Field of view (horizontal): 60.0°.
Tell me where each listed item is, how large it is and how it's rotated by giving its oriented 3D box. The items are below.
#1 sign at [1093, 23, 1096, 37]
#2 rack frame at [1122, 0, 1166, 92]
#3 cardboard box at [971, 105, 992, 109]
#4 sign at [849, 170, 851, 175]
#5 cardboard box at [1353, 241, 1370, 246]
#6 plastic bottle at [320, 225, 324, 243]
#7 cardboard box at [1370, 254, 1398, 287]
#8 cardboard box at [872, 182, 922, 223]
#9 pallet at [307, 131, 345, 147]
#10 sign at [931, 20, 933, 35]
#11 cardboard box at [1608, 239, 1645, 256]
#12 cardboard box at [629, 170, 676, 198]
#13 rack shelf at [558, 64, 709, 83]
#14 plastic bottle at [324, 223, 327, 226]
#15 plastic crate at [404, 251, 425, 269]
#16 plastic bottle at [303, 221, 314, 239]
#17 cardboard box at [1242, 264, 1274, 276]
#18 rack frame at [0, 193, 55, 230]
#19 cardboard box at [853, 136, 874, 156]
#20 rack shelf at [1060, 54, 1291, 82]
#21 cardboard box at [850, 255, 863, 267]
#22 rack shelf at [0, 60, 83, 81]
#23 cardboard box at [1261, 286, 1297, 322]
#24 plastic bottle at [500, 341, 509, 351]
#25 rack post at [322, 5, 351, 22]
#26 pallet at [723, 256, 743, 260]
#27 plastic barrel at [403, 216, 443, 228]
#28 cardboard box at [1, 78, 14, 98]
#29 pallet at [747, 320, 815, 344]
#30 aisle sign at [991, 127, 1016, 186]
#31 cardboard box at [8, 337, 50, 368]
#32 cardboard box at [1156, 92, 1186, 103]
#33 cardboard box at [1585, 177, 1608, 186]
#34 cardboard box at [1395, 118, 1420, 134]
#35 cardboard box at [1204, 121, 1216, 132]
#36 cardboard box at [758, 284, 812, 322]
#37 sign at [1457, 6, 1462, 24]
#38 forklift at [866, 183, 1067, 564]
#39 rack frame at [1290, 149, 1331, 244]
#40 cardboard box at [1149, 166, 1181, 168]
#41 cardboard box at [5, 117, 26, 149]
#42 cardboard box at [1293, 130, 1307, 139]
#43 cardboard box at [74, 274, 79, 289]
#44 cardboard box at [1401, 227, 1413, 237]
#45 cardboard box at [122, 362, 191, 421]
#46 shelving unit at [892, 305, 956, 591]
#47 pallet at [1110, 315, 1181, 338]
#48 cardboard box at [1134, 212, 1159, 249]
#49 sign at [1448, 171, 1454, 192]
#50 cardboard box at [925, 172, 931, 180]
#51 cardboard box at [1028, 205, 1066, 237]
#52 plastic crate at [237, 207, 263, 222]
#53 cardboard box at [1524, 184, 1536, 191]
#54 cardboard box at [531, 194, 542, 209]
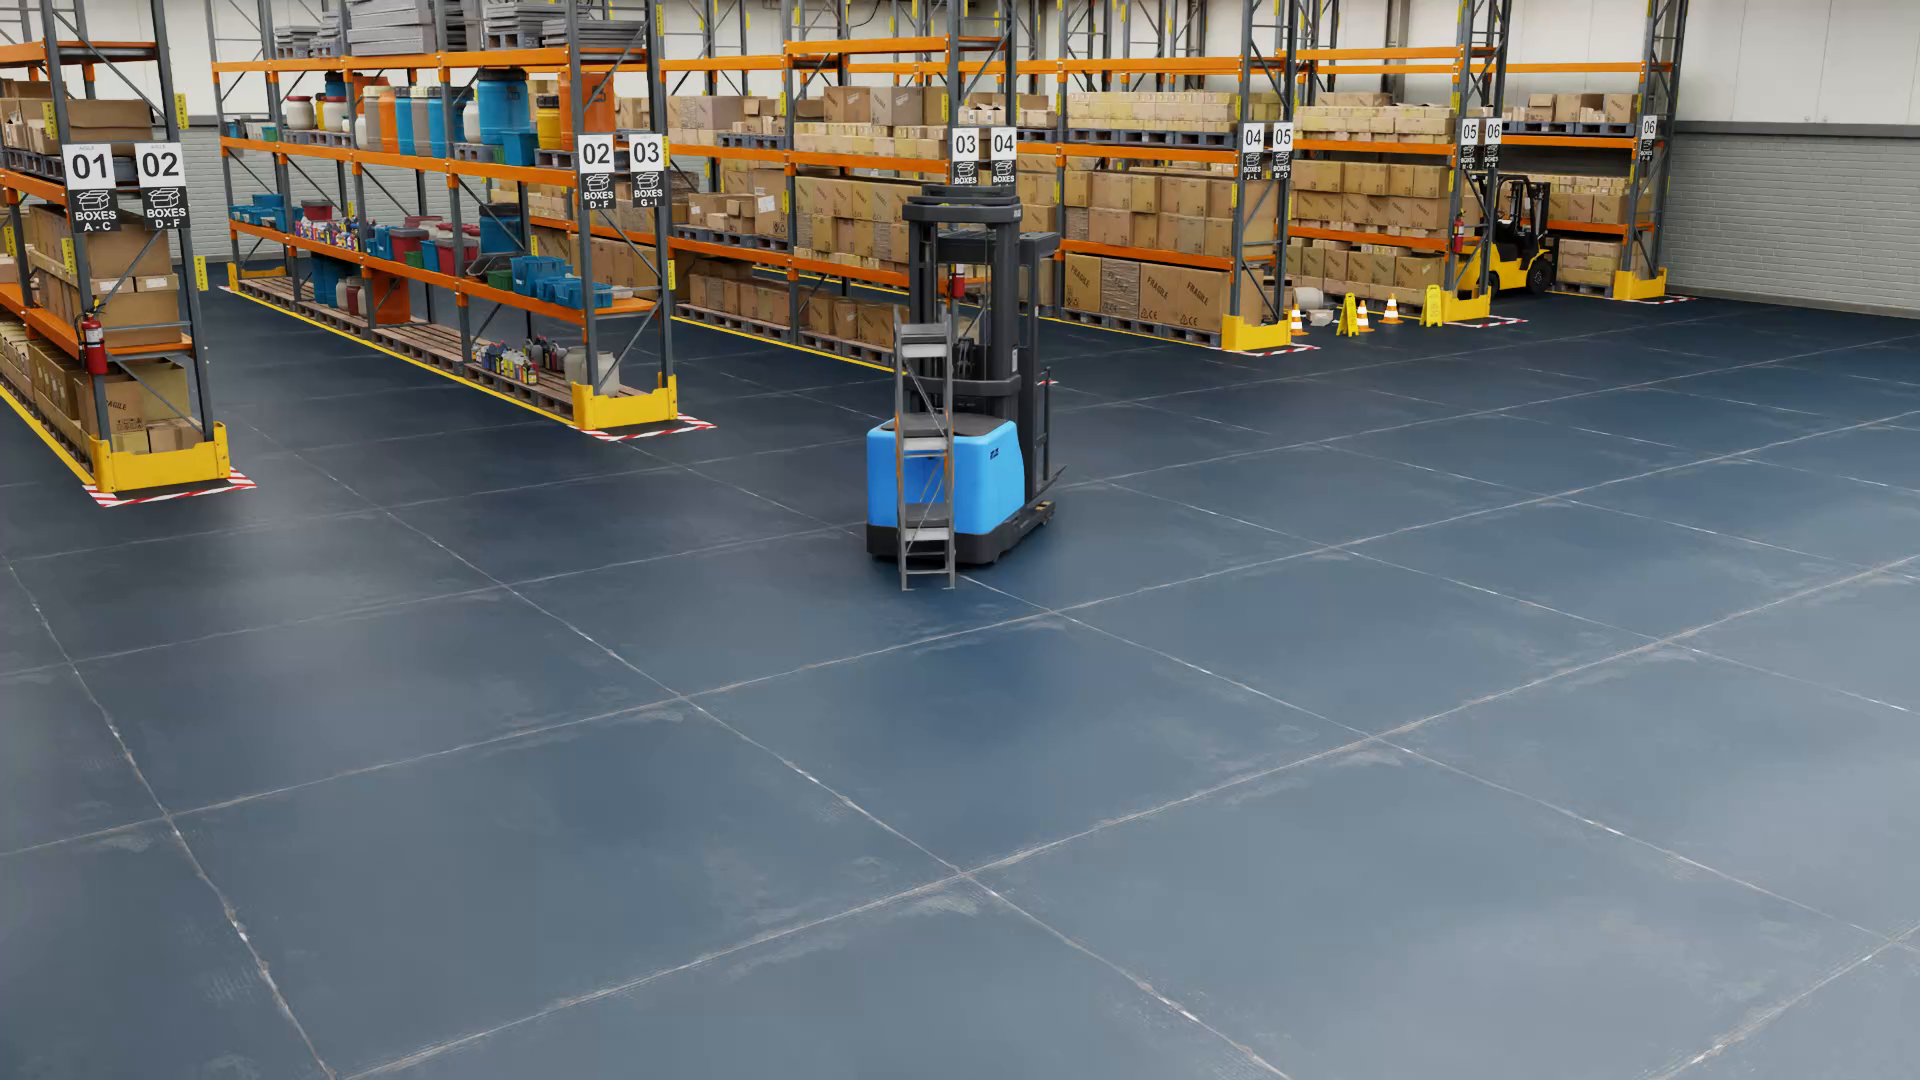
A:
[{"bbox_3d":[3.360,-12.783,41.667,0.100,0.325,0.005,-11,19,-35],"label":"sign"},{"bbox_3d":[3.590,-9.695,32.453,1.000,3.000,0.127,-11,19,-35],"label":"rack frame"},{"bbox_3d":[0.503,-7.490,29.261,0.500,0.311,0.500,-11,19,-35],"label":"cardboard box"},{"bbox_3d":[-2.260,-7.511,33.644,0.100,0.325,0.005,-11,19,-35],"label":"sign"},{"bbox_3d":[8.745,-6.213,34.796,0.875,0.625,0.625,-12,19,-37],"label":"cardboard box"},{"bbox_3d":[-10.093,-4.852,26.367,0.097,0.271,0.097,0,15,0],"label":"plastic bottle"},{"bbox_3d":[7.302,-4.573,28.094,0.500,0.500,0.500,-10,18,-33],"label":"cardboard box"},{"bbox_3d":[-0.836,-4.521,22.266,0.500,0.500,0.500,-11,19,-35],"label":"cardboard box"},{"bbox_3d":[-9.575,-6.311,26.126,1.003,0.211,1.213,-11,19,-35],"label":"pallet"},{"bbox_3d":[-0.666,-11.973,38.857,0.100,0.325,0.005,-11,19,-35],"label":"sign"},{"bbox_3d":[12.177,-5.355,30.479,0.500,0.250,0.500,-11,19,-35],"label":"cardboard box"},{"bbox_3d":[-5.224,-6.094,28.569,0.797,0.503,0.637,-10,18,-33],"label":"cardboard box"},{"bbox_3d":[-5.602,-8.044,28.541,1.077,0.370,4.000,-11,19,-35],"label":"rack shelf"},{"bbox_3d":[-10.153,-4.957,26.740,0.152,0.276,0.135,-11,19,-35],"label":"plastic bottle"},{"bbox_3d":[-7.333,-3.866,22.922,0.450,0.188,0.662,-11,19,-35],"label":"plastic crate"},{"bbox_3d":[-10.605,-5.053,27.090,0.152,0.276,0.135,-11,19,-35],"label":"plastic bottle"},{"bbox_3d":[5.632,-4.994,30.823,0.950,0.372,0.625,-11,19,-34],"label":"cardboard box"},{"bbox_3d":[-12.441,-3.727,22.010,1.000,3.000,0.127,-11,19,-35],"label":"rack frame"},{"bbox_3d":[-1.101,-5.317,22.421,0.500,0.250,0.500,-11,19,-35],"label":"cardboard box"},{"bbox_3d":[3.173,-7.084,25.034,1.077,0.370,4.000,-11,19,-35],"label":"rack shelf"},{"bbox_3d":[-1.298,-3.877,23.036,0.380,0.149,0.250,-11,19,-35],"label":"cardboard box"},{"bbox_3d":[-11.265,-5.653,19.805,1.077,0.370,4.000,-11,19,-35],"label":"rack shelf"},{"bbox_3d":[5.213,-3.871,27.268,0.637,0.503,0.797,4,16,13],"label":"cardboard box"},{"bbox_3d":[-5.825,-2.361,21.204,0.144,0.351,0.185,-11,19,-35],"label":"plastic bottle"},{"bbox_3d":[-8.970,-7.788,24.508,0.624,0.289,0.986,-11,19,-35],"label":"rack post"},{"bbox_3d":[-4.565,-6.180,36.255,1.003,0.211,1.213,-11,19,-35],"label":"pallet"},{"bbox_3d":[-7.914,-4.508,24.608,0.600,0.536,0.708,-11,19,-35],"label":"plastic barrel"},{"bbox_3d":[-12.693,-5.798,21.813,0.500,0.500,0.500,-11,19,-35],"label":"cardboard box"},{"bbox_3d":[-2.533,-3.230,25.479,1.003,0.211,1.213,-11,19,-35],"label":"pallet"},{"bbox_3d":[0.557,-4.842,21.162,0.394,0.787,0.004,-11,19,-35],"label":"aisle sign"},{"bbox_3d":[-11.162,-2.278,20.069,0.500,0.311,0.500,-11,19,-35],"label":"cardboard box"},{"bbox_3d":[3.129,-6.555,24.643,0.380,0.149,0.250,-11,19,-35],"label":"cardboard box"},{"bbox_3d":[11.580,-6.512,30.207,0.380,0.149,0.250,-10,18,-33],"label":"cardboard box"},{"bbox_3d":[7.491,-6.788,27.235,0.500,0.250,0.500,-11,19,-35],"label":"cardboard box"},{"bbox_3d":[3.732,-5.952,23.950,0.380,0.149,0.250,-11,19,-34],"label":"cardboard box"},{"bbox_3d":[-2.683,-3.655,25.650,0.700,0.500,0.500,-11,19,-35],"label":"cardboard box"},{"bbox_3d":[9.523,-10.014,31.699,0.100,0.325,0.005,-11,19,-35],"label":"sign"},{"bbox_3d":[0.205,-1.571,14.263,1.130,2.935,3.031,5,16,18],"label":"forklift"},{"bbox_3d":[7.603,-7.573,36.063,1.000,3.000,0.127,-11,19,-35],"label":"rack frame"},{"bbox_3d":[4.082,-7.142,32.940,0.500,0.500,0.500,-12,19,-36],"label":"cardboard box"},{"bbox_3d":[-9.689,-4.283,17.467,0.500,0.311,0.500,-12,19,-38],"label":"cardboard box"},{"bbox_3d":[6.034,-7.103,29.142,0.380,0.149,0.250,-11,19,-34],"label":"cardboard box"},{"bbox_3d":[-8.422,-2.542,16.262,0.380,0.149,0.250,-11,19,-35],"label":"cardboard box"},{"bbox_3d":[7.529,-5.114,27.554,0.380,0.149,0.250,-11,19,-35],"label":"cardboard box"},{"bbox_3d":[-8.168,-1.512,16.910,0.500,0.500,0.500,-11,19,-35],"label":"cardboard box"},{"bbox_3d":[-0.273,-0.695,12.612,0.431,2.100,0.503,-2,16,-4],"label":"shelving unit"},{"bbox_3d":[3.103,-3.377,26.016,1.003,0.211,1.213,-11,19,-35],"label":"pallet"},{"bbox_3d":[3.181,-4.808,25.676,0.875,0.550,0.500,-11,19,-35],"label":"cardboard box"},{"bbox_3d":[7.833,-5.722,26.510,0.100,0.325,0.005,-11,19,-35],"label":"sign"},{"bbox_3d":[-0.459,-8.196,38.150,0.500,0.500,0.500,-11,19,-35],"label":"cardboard box"},{"bbox_3d":[1.474,-5.276,27.480,0.500,0.500,0.500,-11,19,-35],"label":"cardboard box"},{"bbox_3d":[-12.870,-5.907,30.179,0.416,0.233,0.300,-11,19,-35],"label":"plastic crate"},{"bbox_3d":[10.822,-6.638,31.228,0.380,0.149,0.250,-11,19,-36],"label":"cardboard box"},{"bbox_3d":[-7.856,-6.461,31.722,0.500,0.250,0.500,-10,18,-33],"label":"cardboard box"}]
